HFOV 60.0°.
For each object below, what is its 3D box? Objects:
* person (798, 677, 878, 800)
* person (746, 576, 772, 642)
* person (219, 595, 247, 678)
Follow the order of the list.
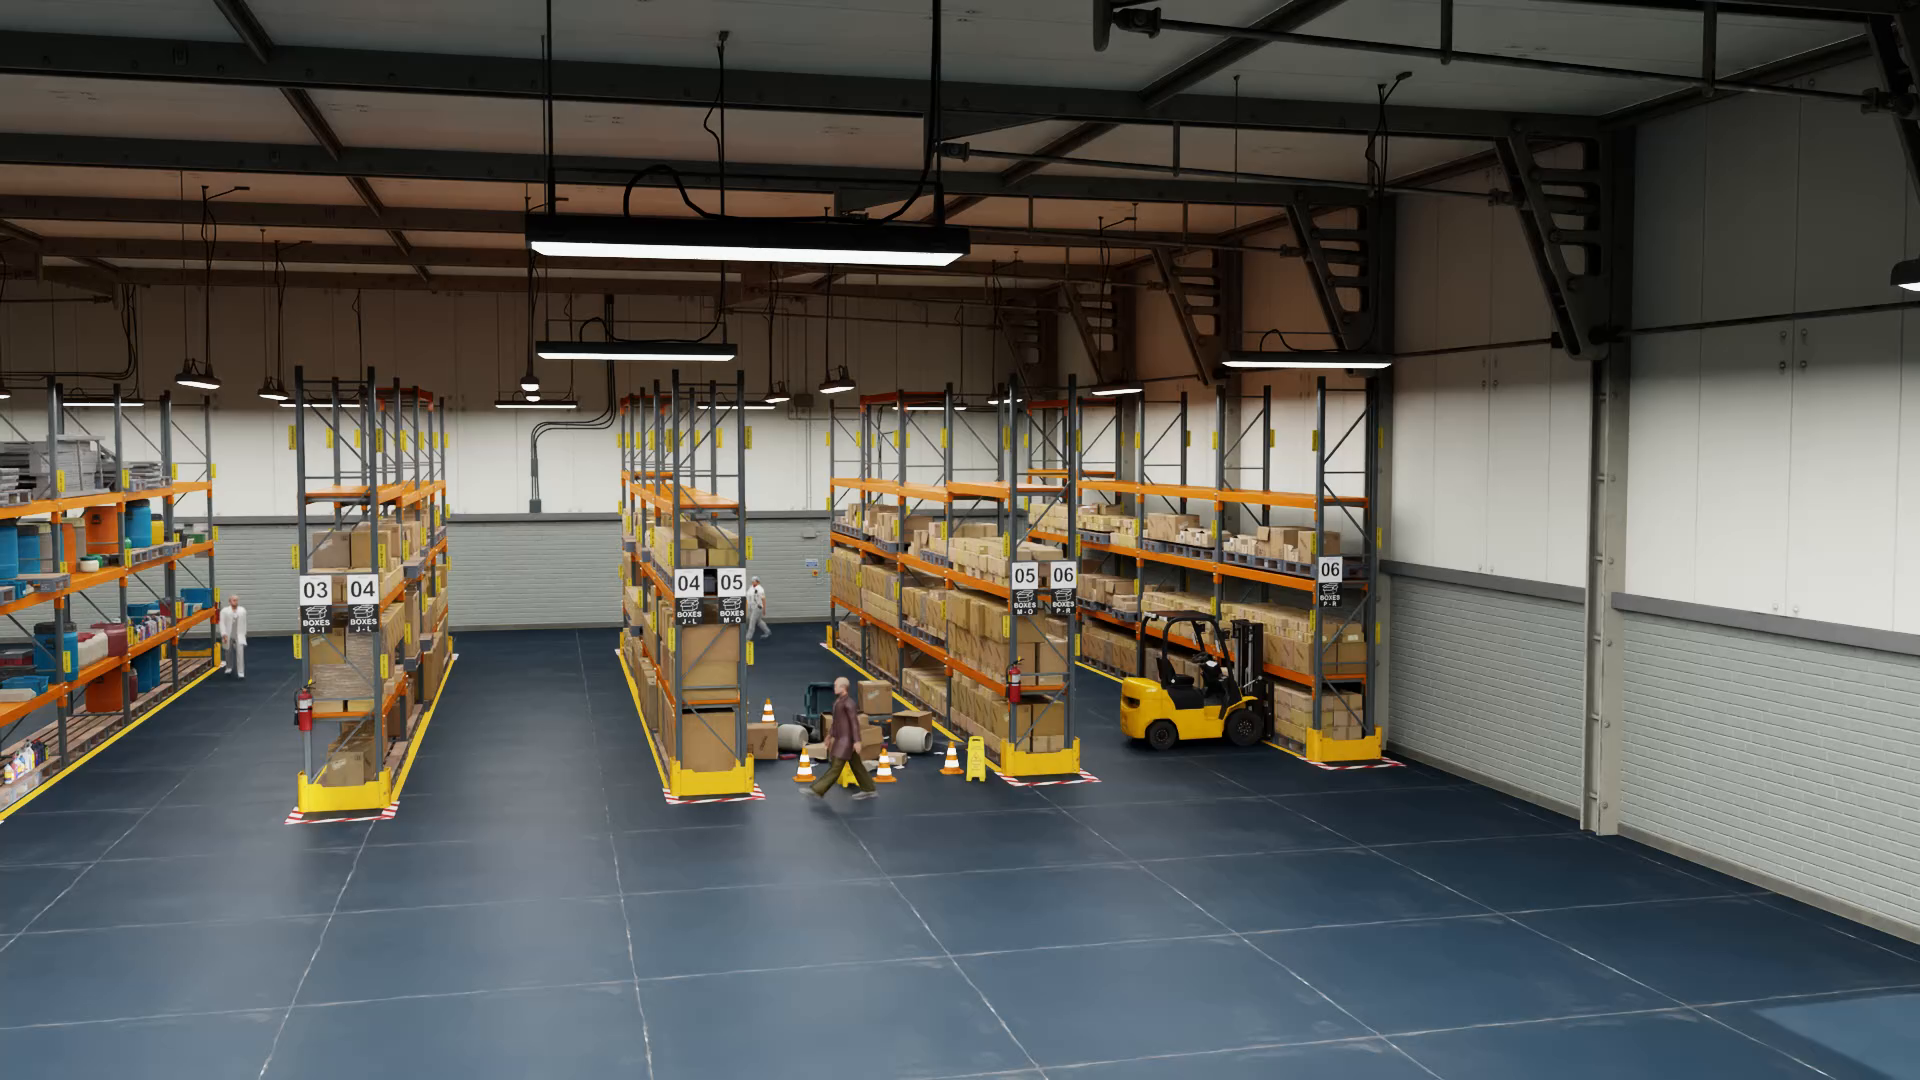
[{"bbox_3d":[-1.702,2.742,22.972,1.116,1.707,0.610,-1,3,-10],"label":"person"},{"bbox_3d":[-5.102,1.711,41.625,0.992,1.627,0.492,-3,5,-42],"label":"person"},{"bbox_3d":[-15.316,2.126,35.044,0.534,1.524,1.144,-2,4,-24],"label":"person"}]
